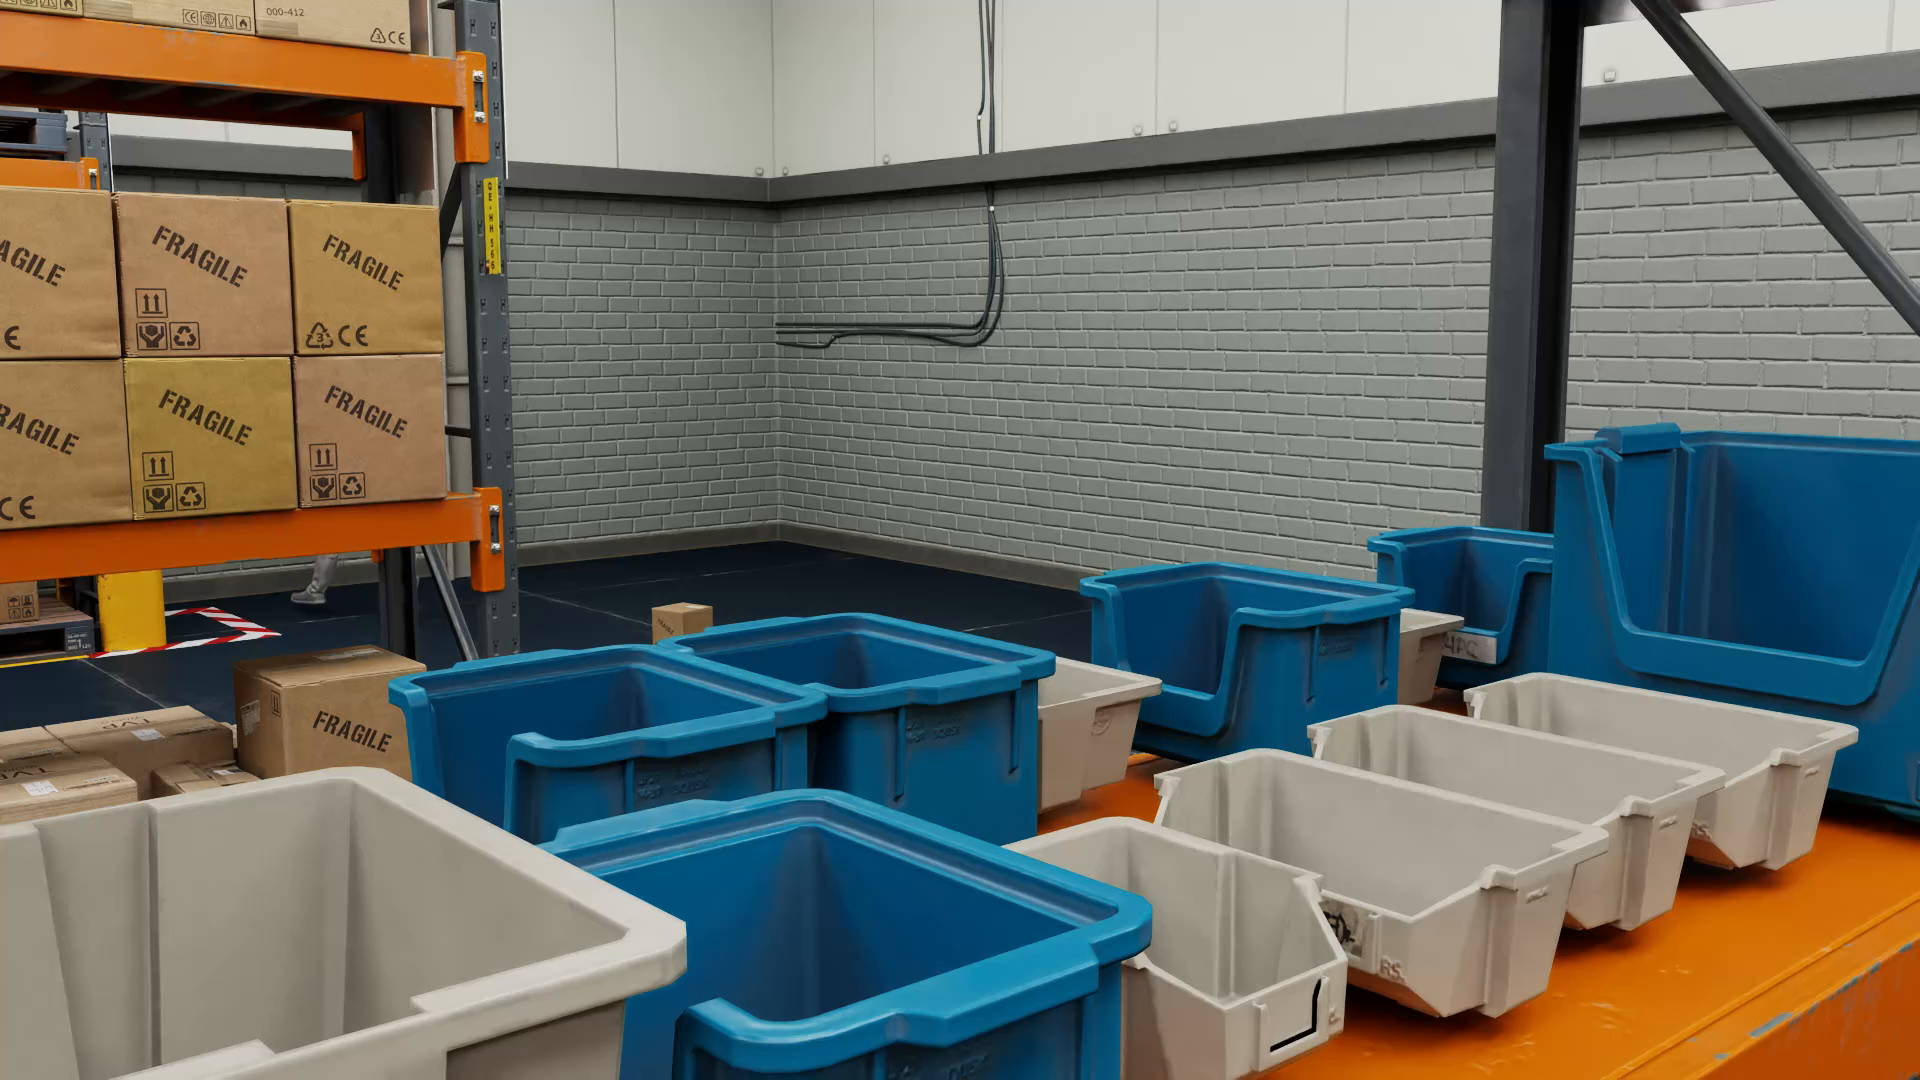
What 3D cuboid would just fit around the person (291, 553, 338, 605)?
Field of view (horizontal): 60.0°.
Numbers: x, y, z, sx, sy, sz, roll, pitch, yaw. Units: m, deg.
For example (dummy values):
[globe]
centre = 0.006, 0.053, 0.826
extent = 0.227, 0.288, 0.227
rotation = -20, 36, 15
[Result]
[person]
centre = -3.976, -0.362, 10.820
extent = 1.022, 1.627, 0.470
rotation = 5, 9, 33
